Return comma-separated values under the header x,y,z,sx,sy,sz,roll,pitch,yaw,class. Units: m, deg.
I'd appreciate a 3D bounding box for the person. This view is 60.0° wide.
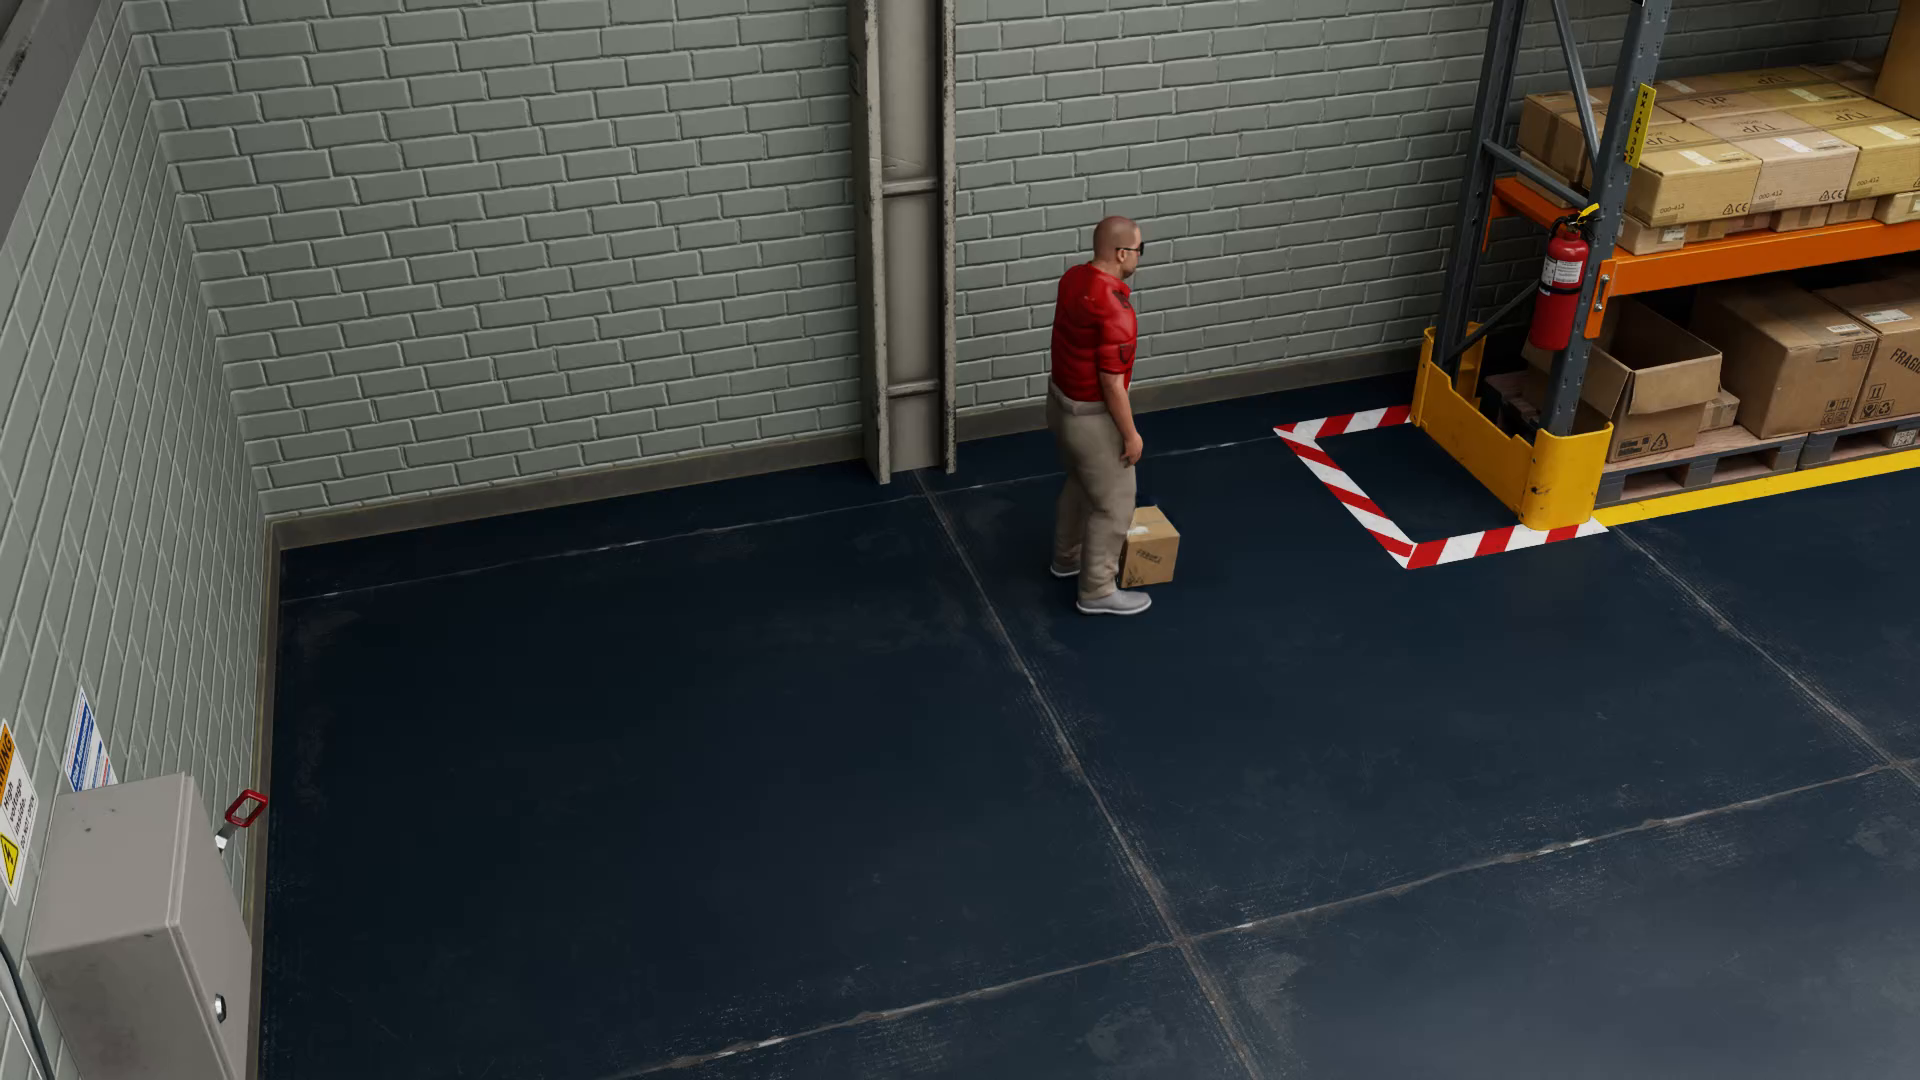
x,y,z,sx,sy,sz,roll,pitch,yaw,class
0.575,-0.520,6.932,0.387,1.727,0.574,-11,35,-16,person
